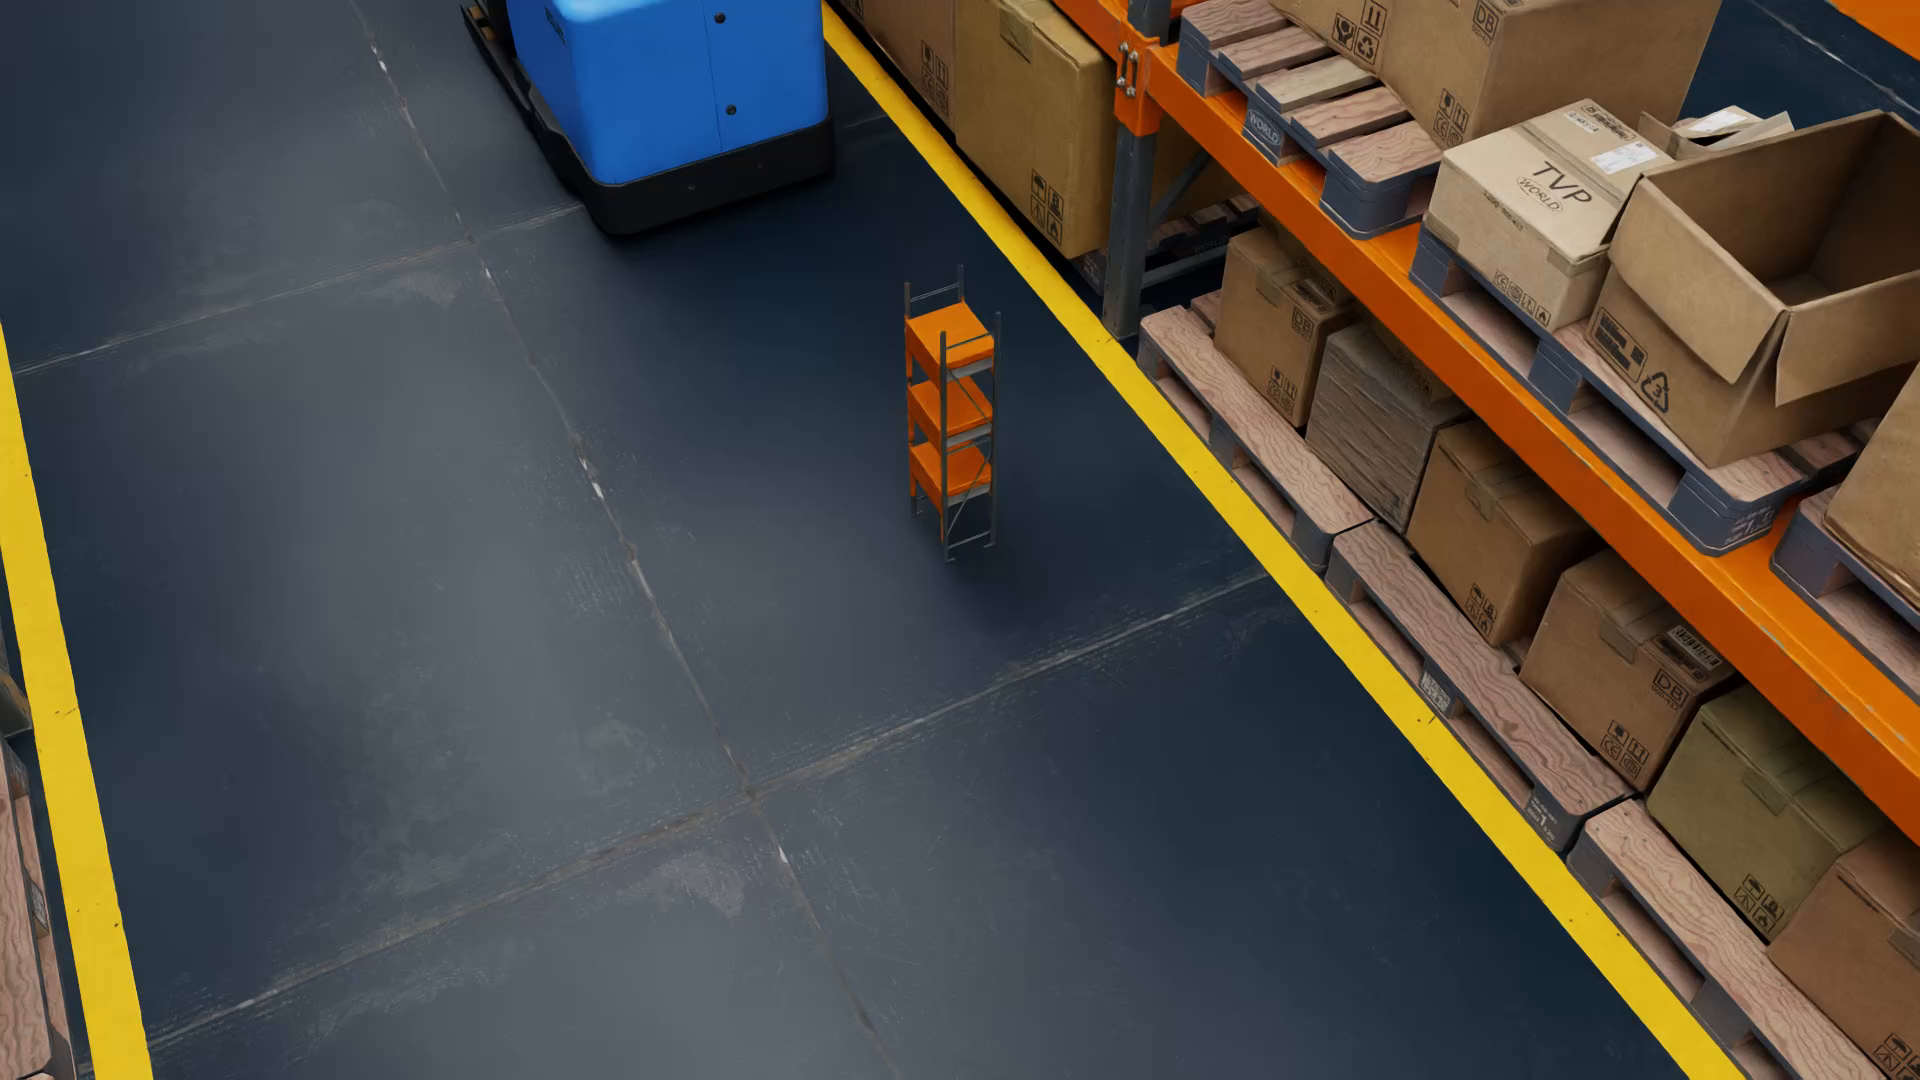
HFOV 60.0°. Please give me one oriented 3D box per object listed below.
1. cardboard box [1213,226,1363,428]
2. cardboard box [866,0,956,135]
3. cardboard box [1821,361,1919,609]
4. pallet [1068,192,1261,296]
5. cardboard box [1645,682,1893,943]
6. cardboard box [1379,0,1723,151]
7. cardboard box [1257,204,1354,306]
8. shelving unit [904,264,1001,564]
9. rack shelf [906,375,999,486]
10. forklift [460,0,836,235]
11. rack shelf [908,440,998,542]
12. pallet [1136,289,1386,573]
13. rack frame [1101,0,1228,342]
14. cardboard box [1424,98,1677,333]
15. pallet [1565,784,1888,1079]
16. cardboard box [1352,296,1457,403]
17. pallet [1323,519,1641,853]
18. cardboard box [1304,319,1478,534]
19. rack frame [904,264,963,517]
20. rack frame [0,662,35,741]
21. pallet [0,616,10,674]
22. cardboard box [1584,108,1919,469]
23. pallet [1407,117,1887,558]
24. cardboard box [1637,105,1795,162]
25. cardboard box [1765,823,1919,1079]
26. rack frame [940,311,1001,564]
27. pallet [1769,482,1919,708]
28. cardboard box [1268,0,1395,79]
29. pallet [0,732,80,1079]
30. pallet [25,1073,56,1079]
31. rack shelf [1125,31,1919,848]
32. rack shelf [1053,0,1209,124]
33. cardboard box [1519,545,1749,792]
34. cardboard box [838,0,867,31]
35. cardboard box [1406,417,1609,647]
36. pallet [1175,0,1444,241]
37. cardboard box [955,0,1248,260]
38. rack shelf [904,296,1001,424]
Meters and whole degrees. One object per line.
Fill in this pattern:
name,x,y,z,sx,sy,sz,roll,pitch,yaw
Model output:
cardboard box,1.347,-0.844,5.864,0.700,0.500,0.500,-24,53,-19
cardboard box,0.324,-2.471,7.051,1.225,0.875,0.875,-21,52,-17
cardboard box,2.614,-0.203,3.257,1.000,1.000,1.000,-21,52,-17
pallet,0.729,-1.600,7.009,1.003,0.211,1.213,-21,52,-18
cardboard box,2.390,0.647,4.560,0.700,0.500,0.500,-21,52,-18
cardboard box,1.650,-1.448,4.679,0.700,0.500,0.500,-14,50,-12
cardboard box,1.356,-1.095,5.585,0.500,0.250,0.500,-19,52,-16
shelving unit,-0.024,-0.381,5.386,0.215,1.050,0.252,-21,52,-18
rack shelf,-0.024,-0.374,5.394,0.215,0.259,0.240,-21,52,-18
forklift,-1.664,-3.316,6.703,1.130,2.935,3.031,-22,52,-18
rack shelf,-0.024,-0.192,5.603,0.215,0.259,0.240,-21,52,-18
pallet,1.379,-0.523,6.067,1.003,0.211,1.213,-21,52,-18
rack frame,1.023,-1.964,5.475,1.000,3.000,0.127,-21,52,-18
cardboard box,1.585,-0.852,4.323,0.500,0.250,0.500,-23,53,-19
pallet,2.495,1.111,4.638,1.003,0.211,1.213,-21,52,-18
cardboard box,1.608,-0.743,5.277,0.500,0.250,0.500,-16,51,-13
pallet,1.933,0.293,5.354,1.003,0.211,1.213,-21,52,-18
cardboard box,1.612,-0.478,5.543,0.700,0.500,0.500,-25,53,-20
rack frame,-0.080,-0.463,5.458,0.200,1.050,0.008,-21,52,-18
rack frame,-3.381,-0.258,3.983,1.000,3.000,0.127,-21,52,-18
pallet,-3.779,0.147,5.482,1.003,0.211,1.213,-21,52,-18
cardboard box,1.978,-0.588,3.924,0.797,0.503,0.637,-16,51,-14
pallet,1.965,-0.590,4.401,1.003,0.211,1.213,-21,52,-18
cardboard box,2.026,-1.035,4.473,0.396,0.266,0.258,-23,53,-19
cardboard box,2.591,0.973,4.275,0.700,0.500,0.500,-25,53,-20
rack frame,0.031,-0.300,5.315,0.200,1.050,0.008,-21,52,-18
pallet,2.633,0.215,3.697,1.003,0.211,1.213,-21,52,-18
cardboard box,1.305,-1.788,4.975,0.500,0.500,0.500,-27,54,-22
pallet,-3.061,1.192,4.567,1.003,0.211,1.213,-21,52,-18
pallet,-2.507,2.007,3.854,1.003,0.211,1.213,-21,52,-18
rack shelf,1.938,-0.389,4.575,1.077,0.370,4.000,-21,52,-18
rack shelf,0.107,-3.066,6.917,1.077,0.370,4.000,-21,52,-18
cardboard box,2.133,0.273,4.887,0.700,0.500,0.500,-25,53,-21
cardboard box,-0.088,-3.061,7.567,1.225,0.875,0.875,-23,53,-19
cardboard box,1.878,-0.101,5.214,0.700,0.500,0.500,-17,51,-15
pallet,1.443,-1.461,5.162,1.213,0.211,1.003,-21,52,-18
cardboard box,0.725,-1.872,6.527,1.225,0.875,0.875,-23,53,-19
rack shelf,-0.024,-0.561,5.181,0.215,0.259,0.240,-21,52,-18
